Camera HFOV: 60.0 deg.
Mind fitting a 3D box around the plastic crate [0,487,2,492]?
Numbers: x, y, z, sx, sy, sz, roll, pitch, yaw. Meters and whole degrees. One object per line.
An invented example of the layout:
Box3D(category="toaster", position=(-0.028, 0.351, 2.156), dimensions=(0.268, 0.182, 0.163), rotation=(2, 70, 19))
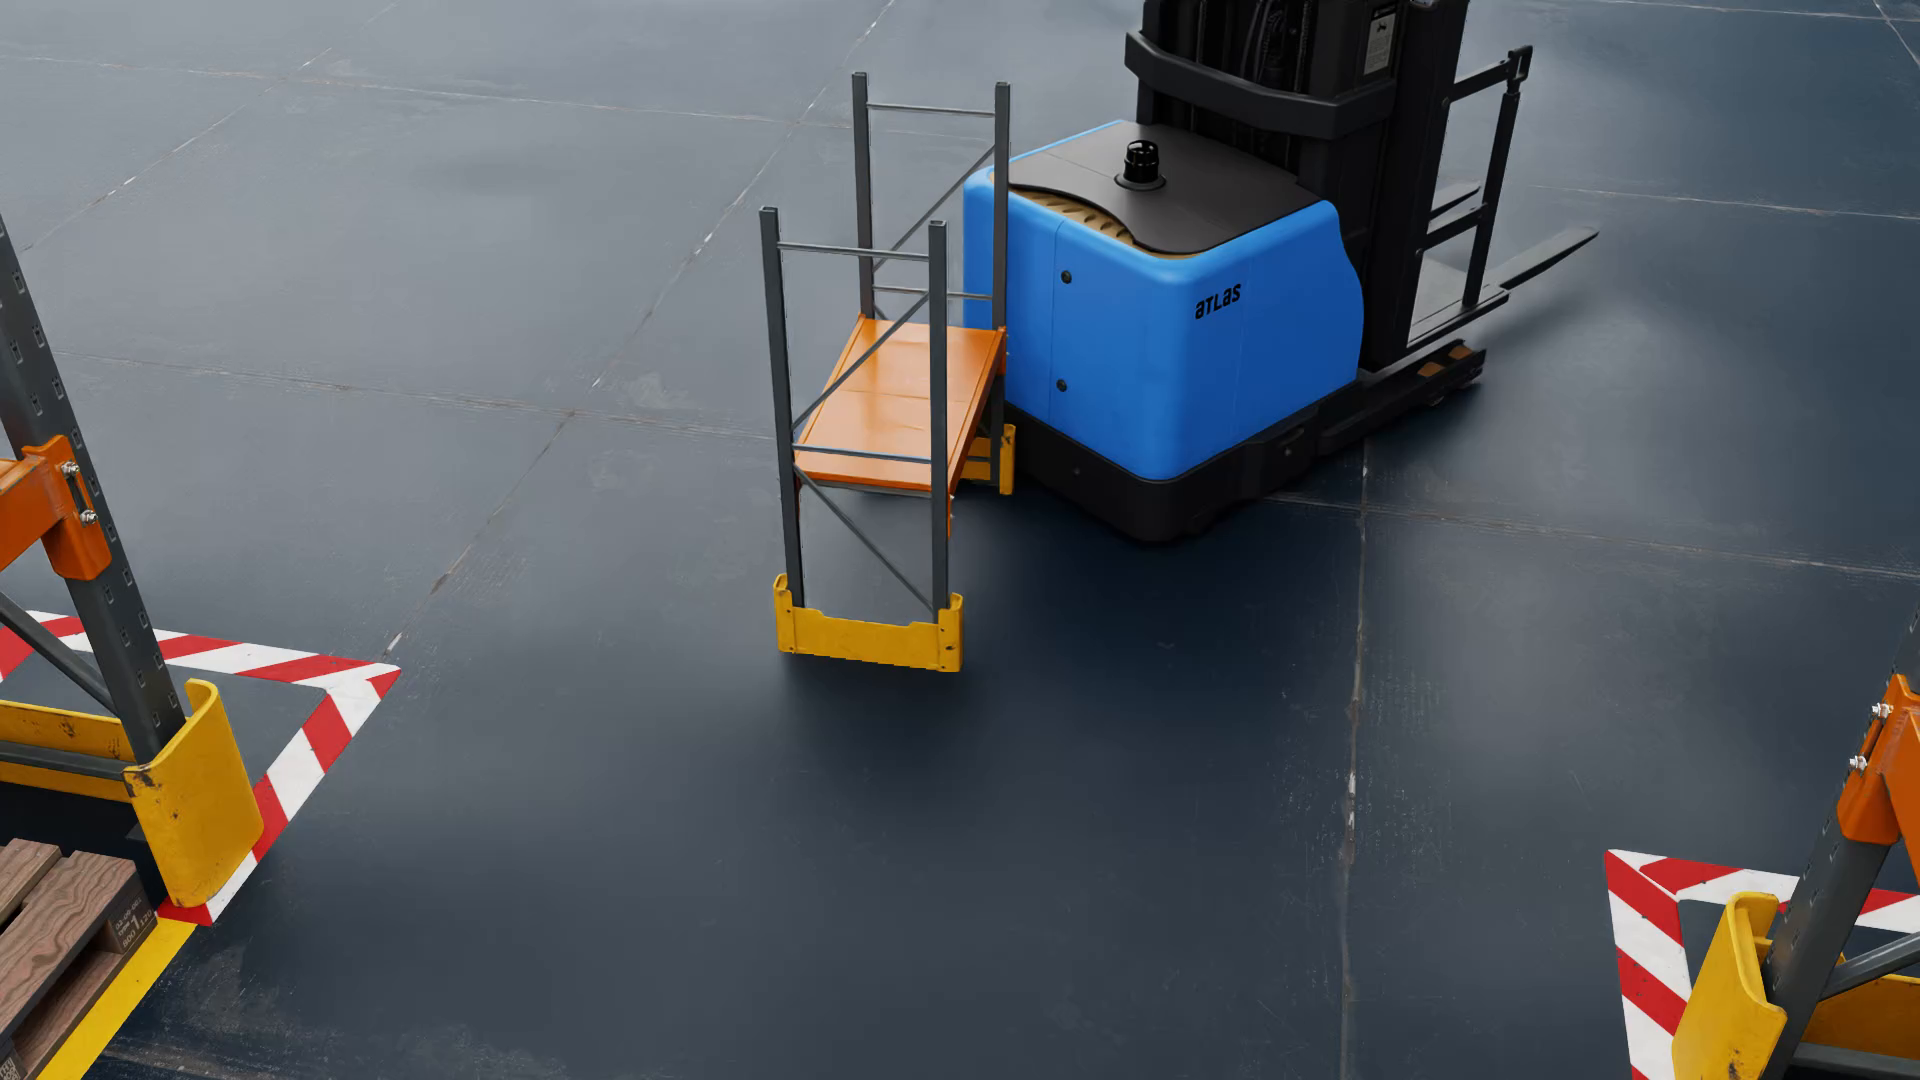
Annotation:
Box3D(category="plastic crate", position=(-2.378, -0.069, 3.416), dimensions=(0.499, 0.251, 0.616), rotation=(7, 37, 10))

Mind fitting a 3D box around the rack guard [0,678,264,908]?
Box3D(category="rack guard", position=(-2.534, 0.608, 4.485), dimensions=(1.175, 0.500, 0.348), rotation=(7, 37, 10))

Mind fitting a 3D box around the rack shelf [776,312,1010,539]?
Box3D(category="rack shelf", position=(-0.188, -0.393, 5.321), dimensions=(0.538, 0.185, 1.000), rotation=(6, 36, 9))

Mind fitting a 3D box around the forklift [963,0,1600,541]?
Box3D(category="forklift", position=(1.433, -1.917, 5.897), dimensions=(3.031, 2.935, 1.130), rotation=(-28, 44, -33))

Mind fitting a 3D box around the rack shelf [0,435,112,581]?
Box3D(category="rack shelf", position=(-2.991, 0.984, 2.449), dimensions=(1.077, 0.370, 4.000), rotation=(7, 37, 10))

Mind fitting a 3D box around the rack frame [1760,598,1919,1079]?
Box3D(category="rack frame", position=(2.274, 0.169, 2.960), dimensions=(1.000, 3.000, 0.127), rotation=(7, 37, 10))

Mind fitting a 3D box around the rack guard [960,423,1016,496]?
Box3D(category="rack guard", position=(-0.095, -0.314, 5.971), dimensions=(0.587, 0.250, 0.087), rotation=(6, 36, 9))

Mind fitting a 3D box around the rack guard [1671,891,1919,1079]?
Box3D(category="rack guard", position=(2.280, 1.168, 3.713), dimensions=(1.175, 0.500, 0.348), rotation=(7, 37, 10))

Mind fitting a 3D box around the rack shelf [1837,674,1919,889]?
Box3D(category="rack shelf", position=(1.847, 1.607, 1.589), dimensions=(1.077, 0.370, 4.000), rotation=(7, 37, 10))

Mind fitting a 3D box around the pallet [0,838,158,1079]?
Box3D(category="pallet", position=(-2.713, 1.190, 3.928), dimensions=(1.003, 0.211, 1.213), rotation=(7, 37, 10))

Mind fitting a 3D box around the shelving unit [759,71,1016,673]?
Box3D(category="shelving unit", position=(-0.189, -0.533, 5.208), dimensions=(0.587, 1.500, 1.083), rotation=(6, 36, 9))

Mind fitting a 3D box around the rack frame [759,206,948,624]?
Box3D(category="rack frame", position=(-0.284, -0.246, 4.811), dimensions=(0.500, 1.500, 0.032), rotation=(6, 36, 9))

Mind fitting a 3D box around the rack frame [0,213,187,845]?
Box3D(category="rack frame", position=(-2.564, -0.454, 3.820), dimensions=(1.000, 3.000, 0.127), rotation=(7, 37, 10))

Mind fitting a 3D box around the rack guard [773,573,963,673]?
Box3D(category="rack guard", position=(-0.284, 0.260, 5.179), dimensions=(0.587, 0.250, 0.087), rotation=(6, 36, 9))

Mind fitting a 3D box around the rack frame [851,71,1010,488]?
Box3D(category="rack frame", position=(-0.092, -0.832, 5.619), dimensions=(0.500, 1.500, 0.032), rotation=(6, 36, 9))
